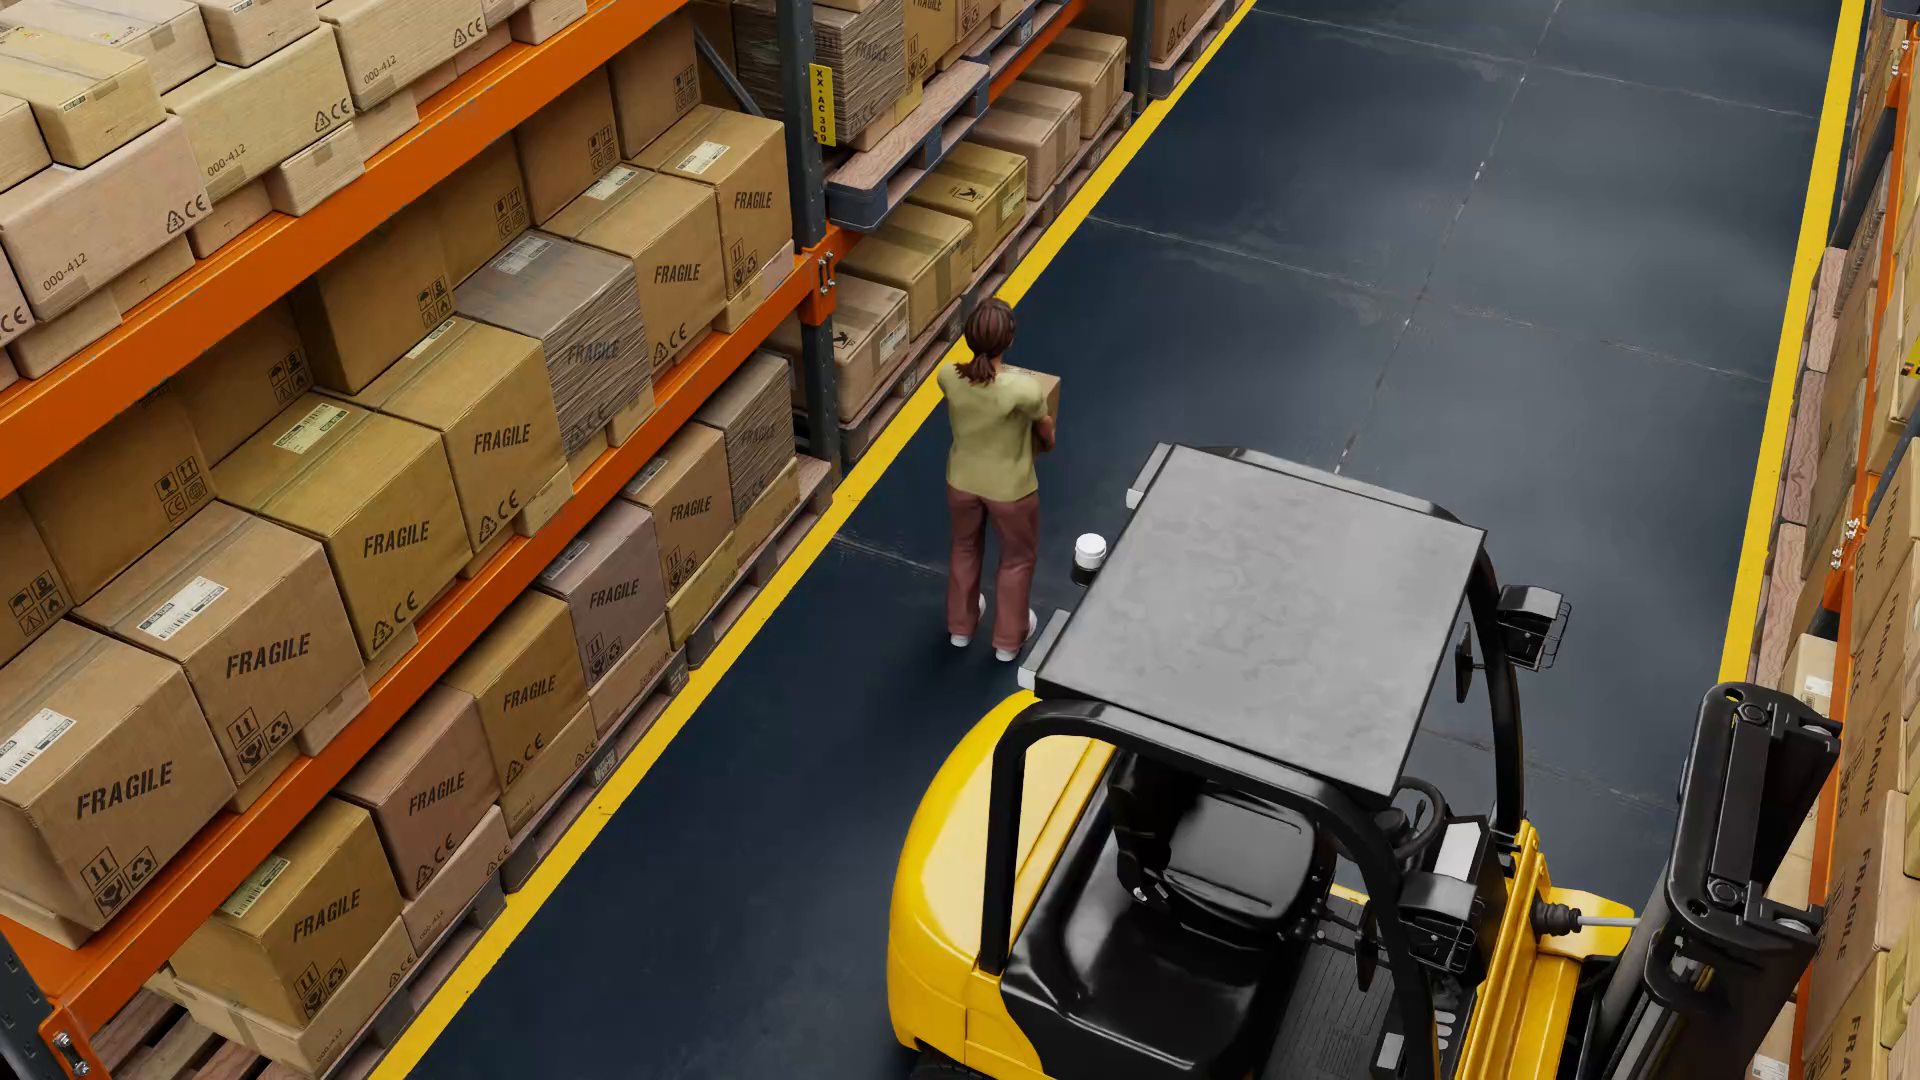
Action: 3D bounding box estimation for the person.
[{"bbox_3d":[0.147,-0.270,6.469,0.406,1.668,0.517,15,44,16],"label":"person"}]
